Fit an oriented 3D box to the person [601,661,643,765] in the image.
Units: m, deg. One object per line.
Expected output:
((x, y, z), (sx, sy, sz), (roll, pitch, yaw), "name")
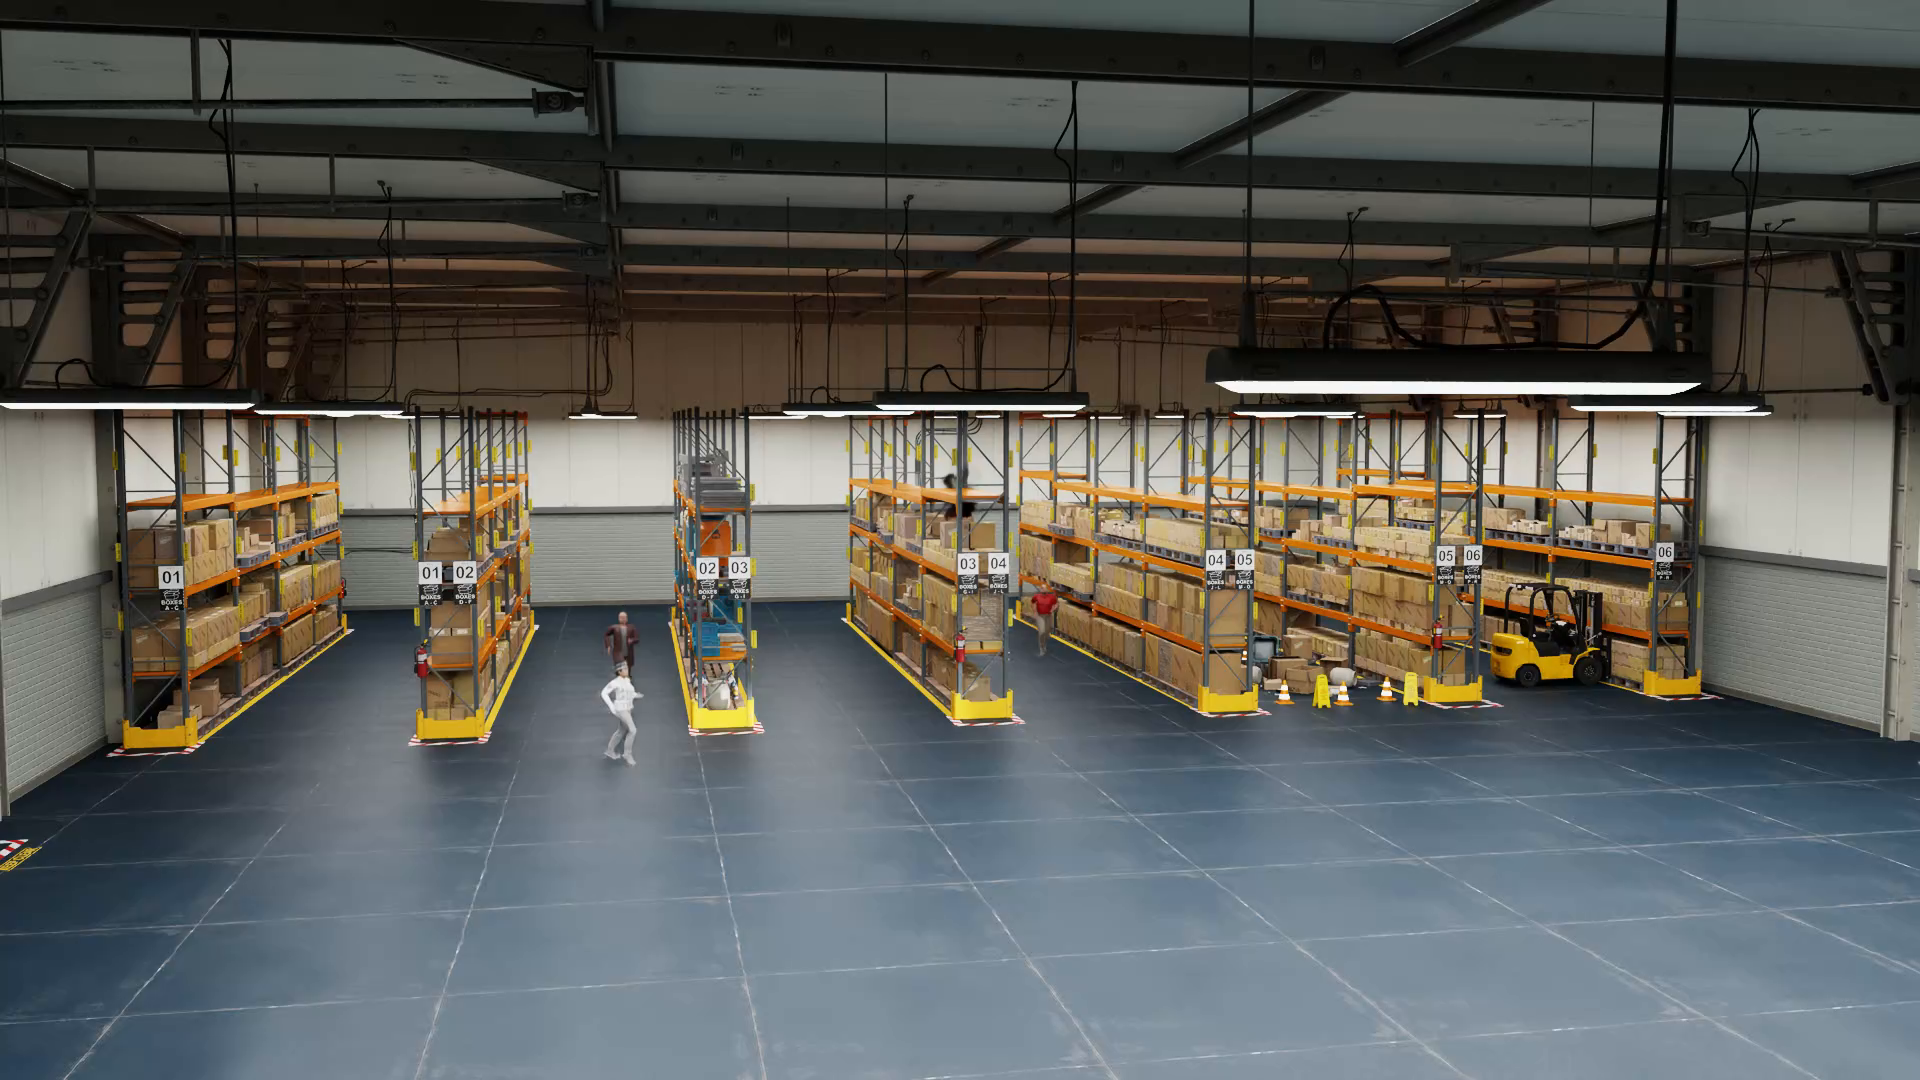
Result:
((-5.651, 2.898, 27.869), (0.740, 1.749, 0.578), (1, 4, 14), "person")

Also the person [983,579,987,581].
((0.541, 1.436, 47.720), (0.717, 1.751, 0.986), (1, 4, 12), "person")

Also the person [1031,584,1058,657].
((2.082, 1.955, 40.886), (0.655, 1.772, 0.834), (-1, 4, -9), "person")

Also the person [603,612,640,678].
((-6.955, 2.403, 34.334), (0.670, 1.832, 0.809), (-2, 5, -26), "person")
